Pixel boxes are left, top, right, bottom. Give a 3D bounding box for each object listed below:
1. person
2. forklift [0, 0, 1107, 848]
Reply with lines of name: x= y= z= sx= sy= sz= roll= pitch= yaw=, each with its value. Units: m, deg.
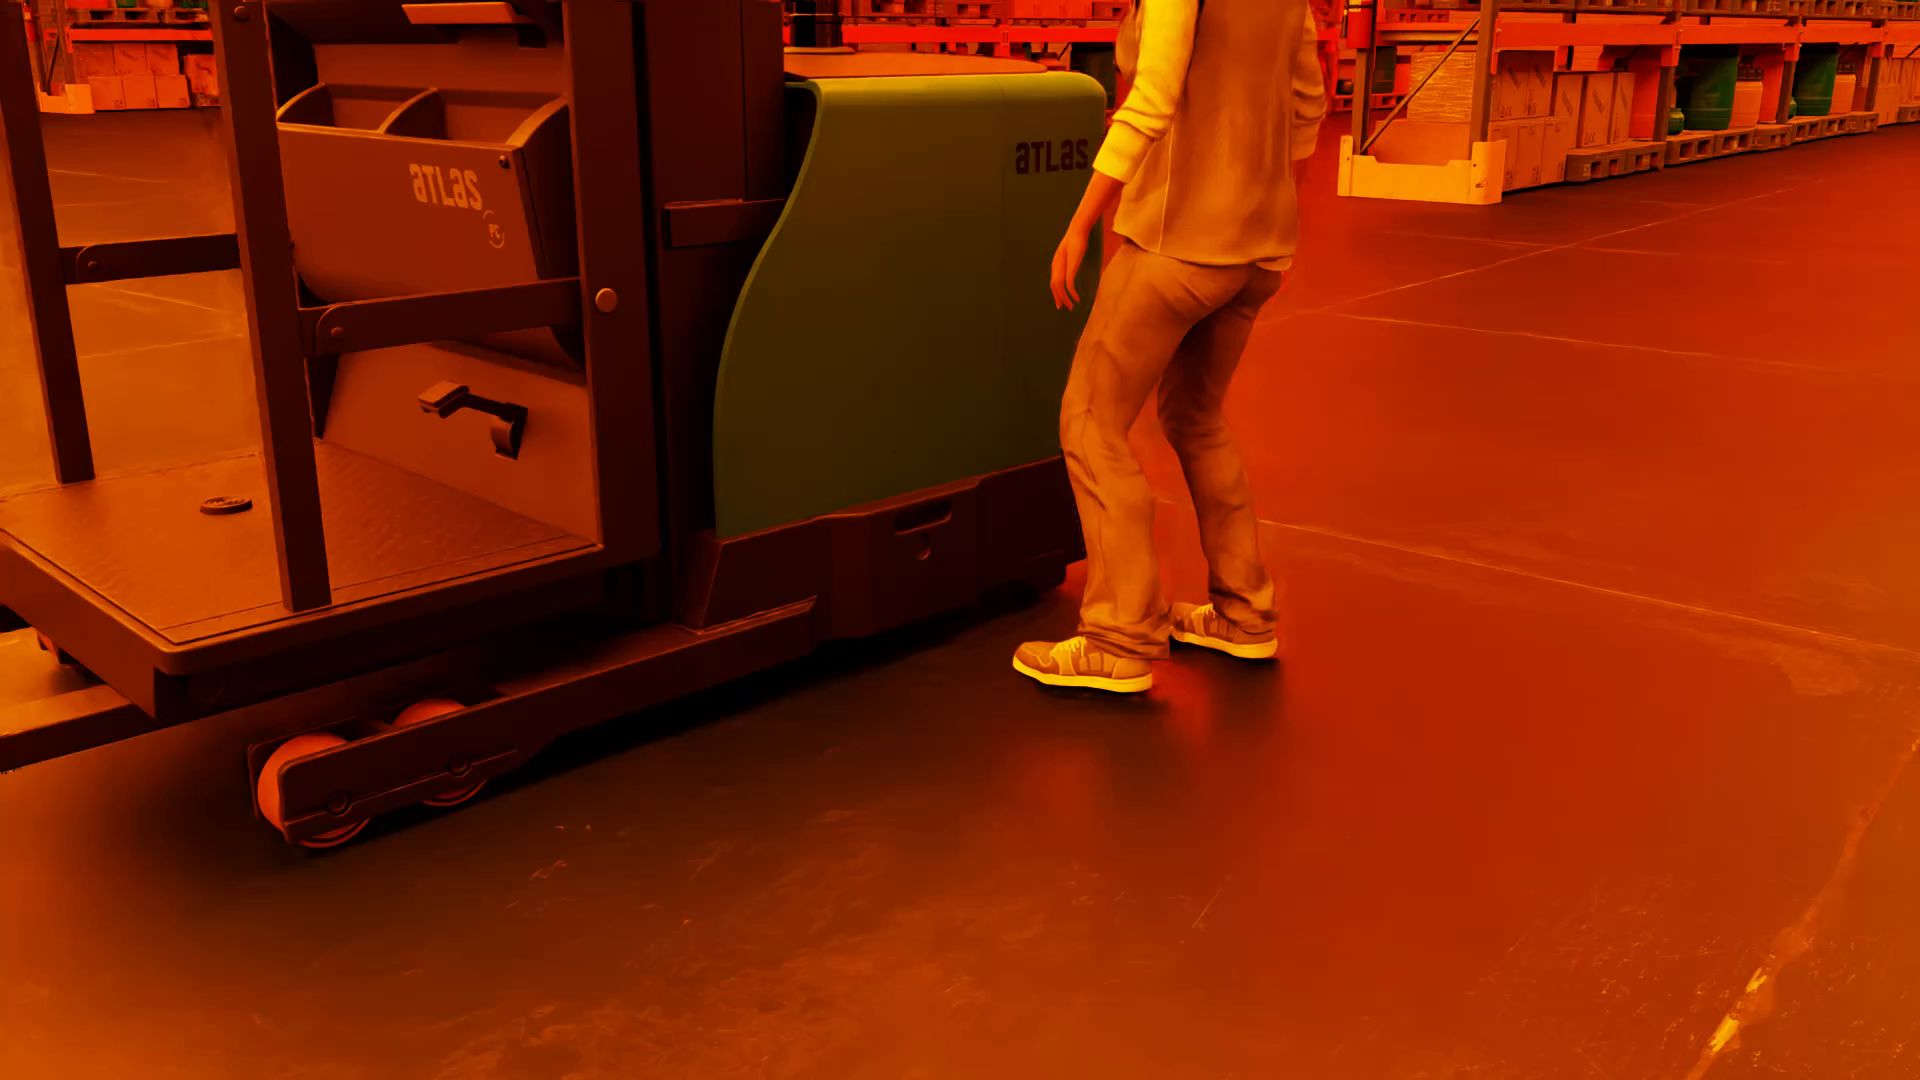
person: x=0.415 y=-0.522 z=2.976 sx=0.354 sy=1.564 sz=0.654 roll=15 pitch=22 yaw=40
forklift: x=-1.093 y=-1.118 z=2.580 sx=3.031 sy=2.935 sz=1.130 roll=-16 pitch=23 yaw=-42
